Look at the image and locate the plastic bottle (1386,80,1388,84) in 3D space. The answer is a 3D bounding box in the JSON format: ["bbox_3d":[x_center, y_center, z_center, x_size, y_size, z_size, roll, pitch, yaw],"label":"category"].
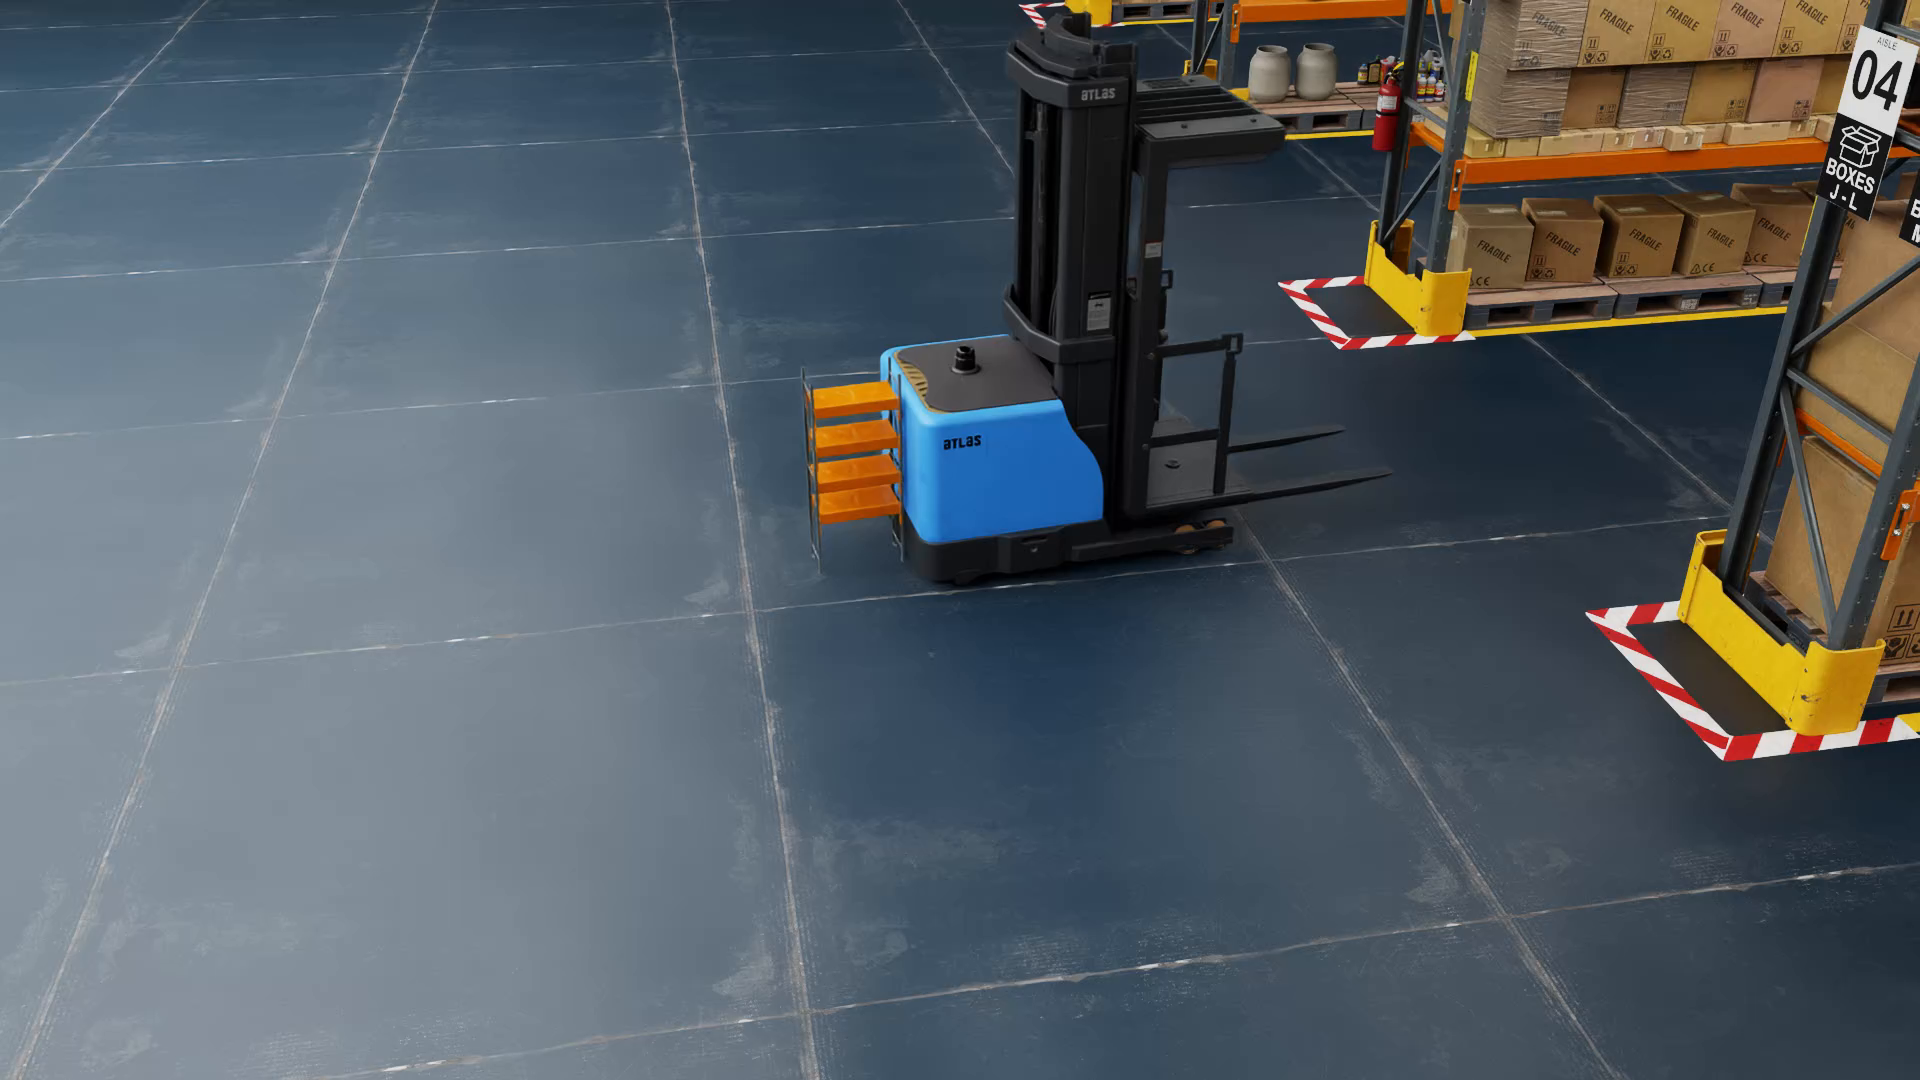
[{"bbox_3d":[4.389,-4.602,16.989,0.097,0.271,0.097,0,30,0],"label":"plastic bottle"}]

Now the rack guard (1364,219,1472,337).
[{"bbox_3d":[3.516,-2.038,12.837,0.348,0.500,1.175,-5,31,-9],"label":"rack guard"}]

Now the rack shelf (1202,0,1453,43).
[{"bbox_3d":[4.517,-5.451,16.885,4.000,0.370,1.077,-5,31,-9],"label":"rack shelf"}]

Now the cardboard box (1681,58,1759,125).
[{"bbox_3d":[5.451,-3.486,12.442,0.500,0.500,0.875,-5,31,-9],"label":"cardboard box"}]

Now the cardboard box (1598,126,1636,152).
[{"bbox_3d":[4.752,-2.989,12.236,0.250,0.149,0.380,-5,31,-9],"label":"cardboard box"}]

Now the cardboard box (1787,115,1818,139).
[{"bbox_3d":[6.218,-3.153,12.515,0.250,0.149,0.380,-5,31,-9],"label":"cardboard box"}]

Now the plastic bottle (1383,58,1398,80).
[{"bbox_3d":[4.550,-4.939,17.551,0.133,0.283,0.061,-5,31,-9],"label":"plastic bottle"}]

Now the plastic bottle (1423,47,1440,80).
[{"bbox_3d":[5.011,-5.068,17.704,0.185,0.351,0.144,-6,31,-9],"label":"plastic bottle"}]

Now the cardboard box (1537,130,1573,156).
[{"bbox_3d":[4.263,-2.936,12.146,0.250,0.149,0.380,-5,31,-9],"label":"cardboard box"}]

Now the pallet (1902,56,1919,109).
[{"bbox_3d":[4.963,-1.954,7.357,1.213,0.211,1.003,-5,31,-9],"label":"pallet"}]

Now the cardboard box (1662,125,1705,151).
[{"bbox_3d":[5.258,-2.996,12.248,0.250,0.149,0.380,-5,31,-9],"label":"cardboard box"}]

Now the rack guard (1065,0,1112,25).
[{"bbox_3d":[1.637,-6.968,21.222,0.348,0.500,1.175,-5,31,-9],"label":"rack guard"}]

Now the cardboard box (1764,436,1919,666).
[{"bbox_3d":[4.891,0.013,8.564,0.875,0.875,0.875,-5,31,-9],"label":"cardboard box"}]

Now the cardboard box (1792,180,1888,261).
[{"bbox_3d":[6.975,-2.561,13.312,0.500,0.500,0.500,-6,31,-10],"label":"cardboard box"}]

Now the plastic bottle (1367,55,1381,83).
[{"bbox_3d":[4.389,-5.003,17.659,0.133,0.283,0.061,-5,31,-8],"label":"plastic bottle"}]

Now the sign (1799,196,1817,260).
[{"bbox_3d":[4.151,-1.500,8.079,0.005,0.325,0.100,-5,31,-9],"label":"sign"}]

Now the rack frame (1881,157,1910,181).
[{"bbox_3d":[7.376,-3.474,12.813,0.127,3.000,1.000,-5,31,-9],"label":"rack frame"}]

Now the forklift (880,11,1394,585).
[{"bbox_3d":[1.100,-1.428,9.402,3.031,2.935,1.130,-9,32,-14],"label":"forklift"}]

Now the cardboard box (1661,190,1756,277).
[{"bbox_3d":[5.817,-2.409,13.054,0.500,0.500,0.500,-8,31,-13],"label":"cardboard box"}]

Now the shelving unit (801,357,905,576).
[{"bbox_3d":[-0.595,-0.406,9.370,0.503,1.200,0.258,-9,32,-14],"label":"shelving unit"}]

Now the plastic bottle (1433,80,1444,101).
[{"bbox_3d":[4.922,-4.621,17.091,0.097,0.201,0.097,0,30,0],"label":"plastic bottle"}]

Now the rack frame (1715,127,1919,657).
[{"bbox_3d":[4.235,-0.627,7.971,0.127,3.000,1.000,-5,31,-9],"label":"rack frame"}]

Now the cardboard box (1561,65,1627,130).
[{"bbox_3d":[4.458,-3.422,12.333,0.500,0.500,0.875,-5,31,-9],"label":"cardboard box"}]

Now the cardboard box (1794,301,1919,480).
[{"bbox_3d":[4.592,-0.748,8.029,0.550,0.550,0.875,-5,31,-9],"label":"cardboard box"}]

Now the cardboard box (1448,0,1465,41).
[{"bbox_3d":[3.938,-3.884,12.133,0.500,0.500,0.500,-5,31,-9],"label":"cardboard box"}]

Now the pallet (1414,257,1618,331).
[{"bbox_3d":[4.322,-1.970,13.007,1.213,0.211,1.003,-5,31,-9],"label":"pallet"}]

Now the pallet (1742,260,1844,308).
[{"bbox_3d":[6.722,-2.193,13.386,1.213,0.211,1.003,-5,31,-9],"label":"pallet"}]

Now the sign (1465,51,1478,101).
[{"bbox_3d":[3.539,-3.211,11.513,0.005,0.325,0.100,-5,31,-9],"label":"sign"}]

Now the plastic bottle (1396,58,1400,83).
[{"bbox_3d":[4.666,-5.002,17.665,0.135,0.276,0.152,-6,31,-10],"label":"plastic bottle"}]

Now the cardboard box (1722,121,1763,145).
[{"bbox_3d":[5.739,-3.070,12.374,0.250,0.149,0.380,-5,31,-9],"label":"cardboard box"}]

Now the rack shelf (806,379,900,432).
[{"bbox_3d":[-0.595,-0.744,9.171,0.480,0.148,0.258,-9,32,-14],"label":"rack shelf"}]

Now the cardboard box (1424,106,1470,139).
[{"bbox_3d":[3.685,-3.129,12.475,0.250,0.149,0.380,-5,31,-9],"label":"cardboard box"}]

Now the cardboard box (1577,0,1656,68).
[{"bbox_3d":[4.525,-3.668,11.764,0.500,0.500,0.500,-5,31,-9],"label":"cardboard box"}]

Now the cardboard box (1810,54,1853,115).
[{"bbox_3d":[6.424,-3.607,12.647,0.500,0.500,0.875,-5,31,-9],"label":"cardboard box"}]

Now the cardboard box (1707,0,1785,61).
[{"bbox_3d":[5.507,-3.763,11.925,0.500,0.500,0.500,-5,31,-9],"label":"cardboard box"}]

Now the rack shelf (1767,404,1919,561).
[{"bbox_3d":[6.203,-0.499,8.464,4.000,0.370,1.077,-5,31,-9],"label":"rack shelf"}]

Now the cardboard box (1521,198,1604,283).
[{"bbox_3d":[4.641,-2.333,12.924,0.500,0.500,0.500,2,31,4],"label":"cardboard box"}]

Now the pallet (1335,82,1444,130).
[{"bbox_3d":[4.613,-4.588,17.458,1.213,0.211,1.003,-5,31,-9],"label":"pallet"}]

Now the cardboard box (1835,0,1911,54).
[{"bbox_3d":[6.491,-3.852,12.077,0.500,0.500,0.500,-5,31,-9],"label":"cardboard box"}]

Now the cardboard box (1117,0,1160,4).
[{"bbox_3d":[2.228,-6.982,21.078,0.500,0.250,0.500,-5,31,-9],"label":"cardboard box"}]

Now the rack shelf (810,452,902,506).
[{"bbox_3d":[-0.595,-0.348,9.405,0.480,0.148,0.258,-9,32,-14],"label":"rack shelf"}]

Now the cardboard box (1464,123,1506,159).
[{"bbox_3d":[3.765,-2.908,12.098,0.250,0.149,0.380,-5,31,-9],"label":"cardboard box"}]

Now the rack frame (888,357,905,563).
[{"bbox_3d":[-0.361,-0.441,9.430,0.015,1.200,0.240,-9,32,-14],"label":"rack frame"}]

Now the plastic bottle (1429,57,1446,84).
[{"bbox_3d":[5.063,-4.965,17.601,0.135,0.276,0.152,-5,31,-9],"label":"plastic bottle"}]

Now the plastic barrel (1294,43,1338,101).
[{"bbox_3d":[3.676,-4.831,17.161,0.421,0.512,0.421,0,30,0],"label":"plastic barrel"}]

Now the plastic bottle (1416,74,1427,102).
[{"bbox_3d":[4.726,-4.633,17.042,0.097,0.271,0.097,0,30,0],"label":"plastic bottle"}]

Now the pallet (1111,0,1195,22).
[{"bbox_3d":[2.406,-6.937,21.453,1.213,0.211,1.003,-5,31,-9],"label":"pallet"}]

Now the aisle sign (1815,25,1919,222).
[{"bbox_3d":[4.112,-1.890,7.555,0.004,0.787,0.394,-5,31,-9],"label":"aisle sign"}]
